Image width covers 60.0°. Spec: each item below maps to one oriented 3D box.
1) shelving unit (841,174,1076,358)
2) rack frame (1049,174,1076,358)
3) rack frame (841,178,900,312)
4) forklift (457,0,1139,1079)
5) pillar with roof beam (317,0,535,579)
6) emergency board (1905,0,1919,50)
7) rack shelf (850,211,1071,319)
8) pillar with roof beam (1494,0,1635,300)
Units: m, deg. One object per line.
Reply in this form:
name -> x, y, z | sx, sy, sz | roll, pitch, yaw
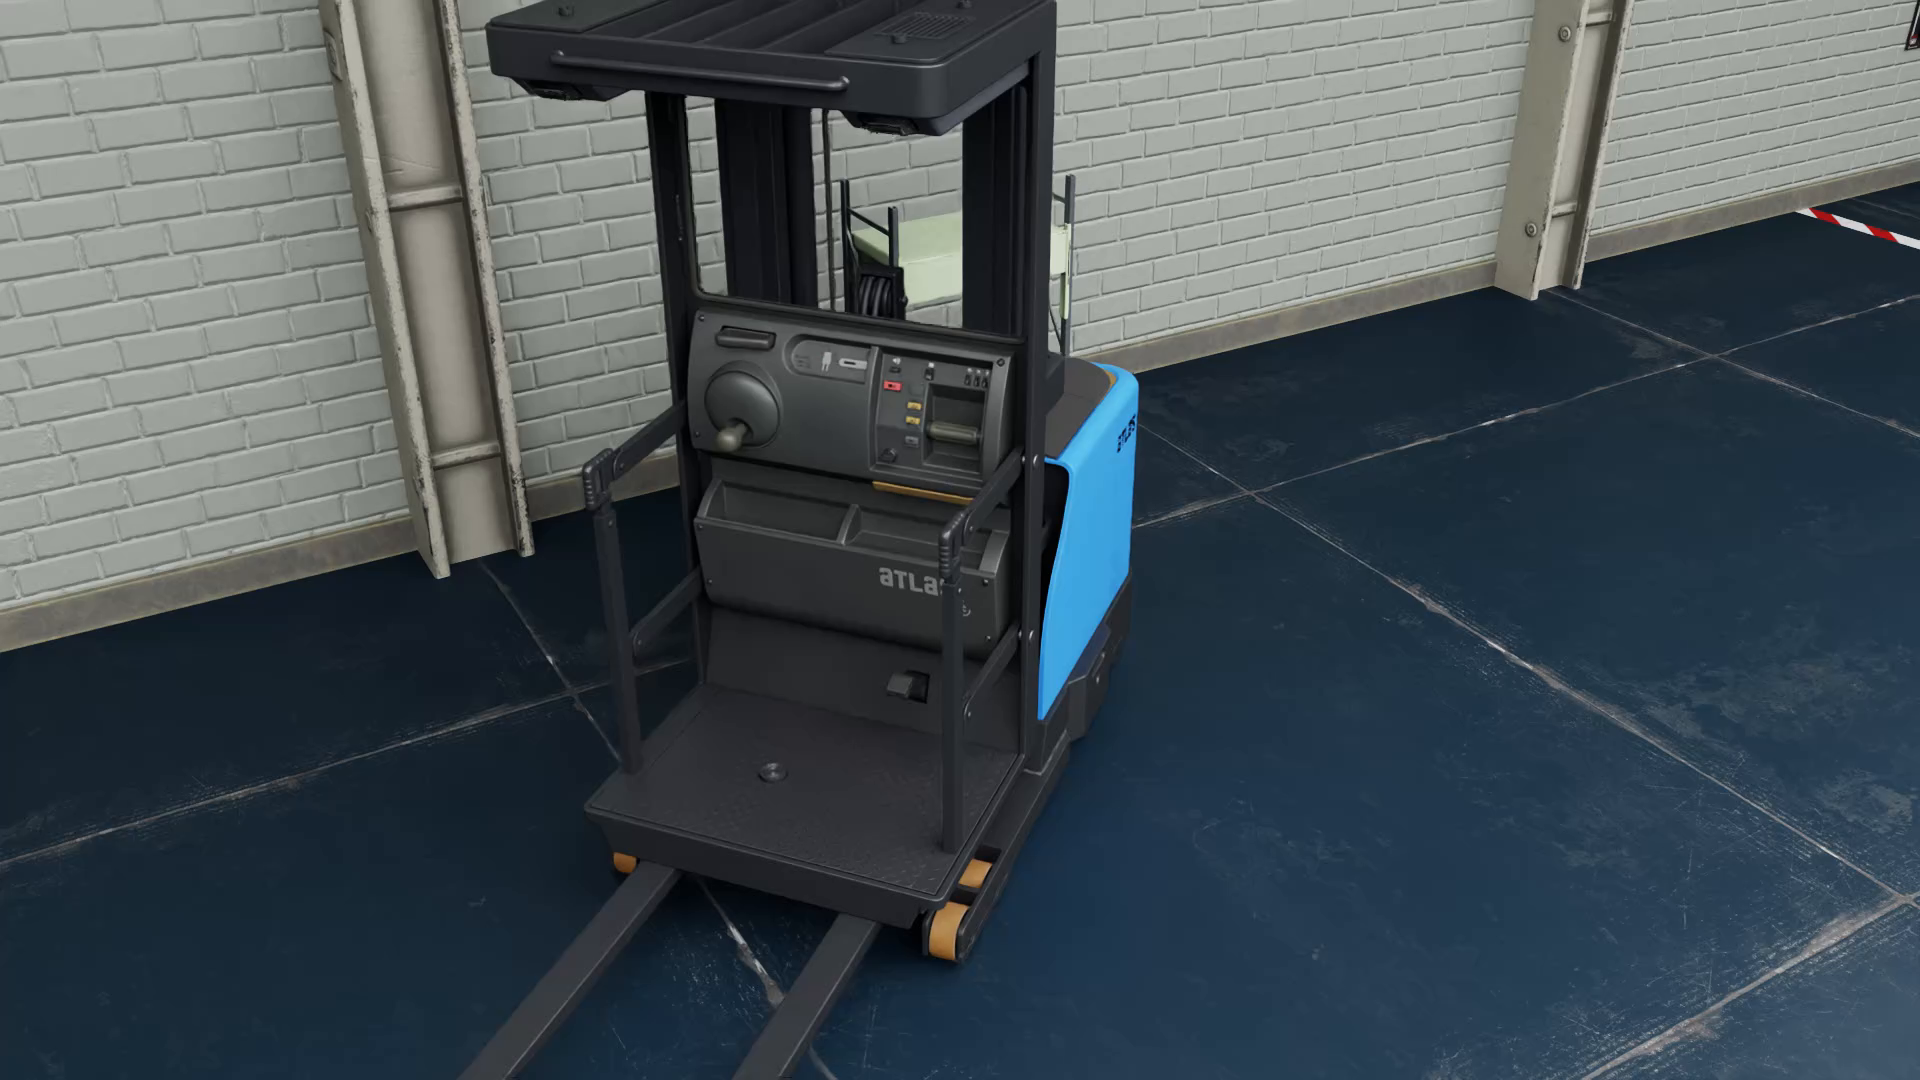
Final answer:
shelving unit -> -0.005, -0.656, 6.386 | 0.755, 1.500, 0.431 | -16, 33, -26
rack frame -> 0.311, -0.746, 6.548 | 0.023, 1.500, 0.400 | -16, 33, -26
rack frame -> -0.321, -0.566, 6.224 | 0.023, 1.500, 0.400 | -16, 33, -26
forklift -> -0.387, -0.340, 4.333 | 1.130, 2.935, 3.031 | 10, 31, 18
pillar with roof beam -> 0.236, -2.106, 1.253 | 0.400, 9.000, 9.100 | -16, 33, -26
emergency board -> 6.234, -3.627, 10.218 | 0.626, 1.169, 0.157 | -16, 33, -26
rack shelf -> -0.005, -0.998, 6.197 | 0.720, 0.370, 0.431 | -16, 33, -26
pillar with roof beam -> 5.409, -3.575, 3.915 | 0.400, 9.000, 9.100 | -16, 33, -26
